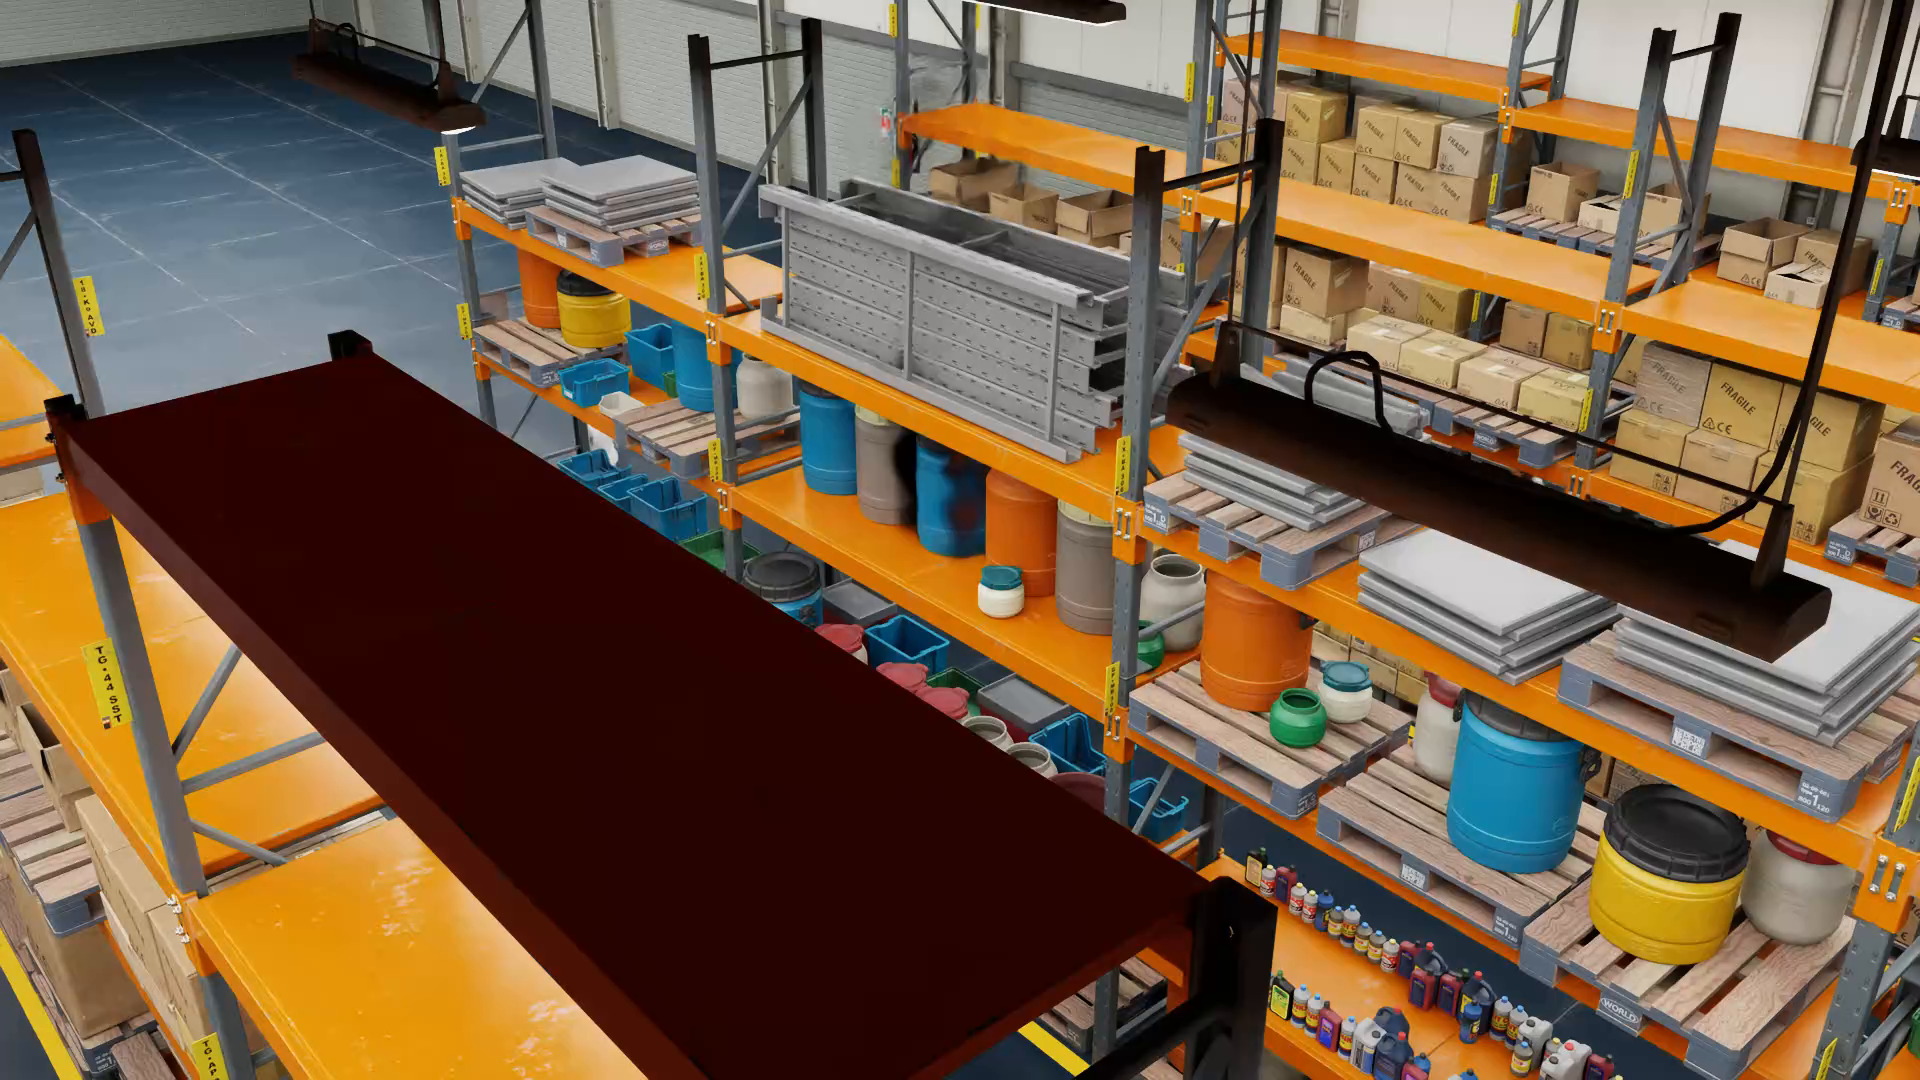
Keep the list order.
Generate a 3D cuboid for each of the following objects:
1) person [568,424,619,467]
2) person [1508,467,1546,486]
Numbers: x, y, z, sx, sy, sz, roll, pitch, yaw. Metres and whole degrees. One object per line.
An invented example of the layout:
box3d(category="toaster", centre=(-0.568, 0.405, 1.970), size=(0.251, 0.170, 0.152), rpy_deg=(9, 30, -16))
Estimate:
box3d(category="person", centre=(-3.705, -0.746, 17.138), size=(0.787, 1.762, 0.683), rpy_deg=(9, 28, 16))
box3d(category="person", centre=(5.230, -0.096, 15.858), size=(0.554, 1.682, 0.897), rpy_deg=(-22, 34, -37))
